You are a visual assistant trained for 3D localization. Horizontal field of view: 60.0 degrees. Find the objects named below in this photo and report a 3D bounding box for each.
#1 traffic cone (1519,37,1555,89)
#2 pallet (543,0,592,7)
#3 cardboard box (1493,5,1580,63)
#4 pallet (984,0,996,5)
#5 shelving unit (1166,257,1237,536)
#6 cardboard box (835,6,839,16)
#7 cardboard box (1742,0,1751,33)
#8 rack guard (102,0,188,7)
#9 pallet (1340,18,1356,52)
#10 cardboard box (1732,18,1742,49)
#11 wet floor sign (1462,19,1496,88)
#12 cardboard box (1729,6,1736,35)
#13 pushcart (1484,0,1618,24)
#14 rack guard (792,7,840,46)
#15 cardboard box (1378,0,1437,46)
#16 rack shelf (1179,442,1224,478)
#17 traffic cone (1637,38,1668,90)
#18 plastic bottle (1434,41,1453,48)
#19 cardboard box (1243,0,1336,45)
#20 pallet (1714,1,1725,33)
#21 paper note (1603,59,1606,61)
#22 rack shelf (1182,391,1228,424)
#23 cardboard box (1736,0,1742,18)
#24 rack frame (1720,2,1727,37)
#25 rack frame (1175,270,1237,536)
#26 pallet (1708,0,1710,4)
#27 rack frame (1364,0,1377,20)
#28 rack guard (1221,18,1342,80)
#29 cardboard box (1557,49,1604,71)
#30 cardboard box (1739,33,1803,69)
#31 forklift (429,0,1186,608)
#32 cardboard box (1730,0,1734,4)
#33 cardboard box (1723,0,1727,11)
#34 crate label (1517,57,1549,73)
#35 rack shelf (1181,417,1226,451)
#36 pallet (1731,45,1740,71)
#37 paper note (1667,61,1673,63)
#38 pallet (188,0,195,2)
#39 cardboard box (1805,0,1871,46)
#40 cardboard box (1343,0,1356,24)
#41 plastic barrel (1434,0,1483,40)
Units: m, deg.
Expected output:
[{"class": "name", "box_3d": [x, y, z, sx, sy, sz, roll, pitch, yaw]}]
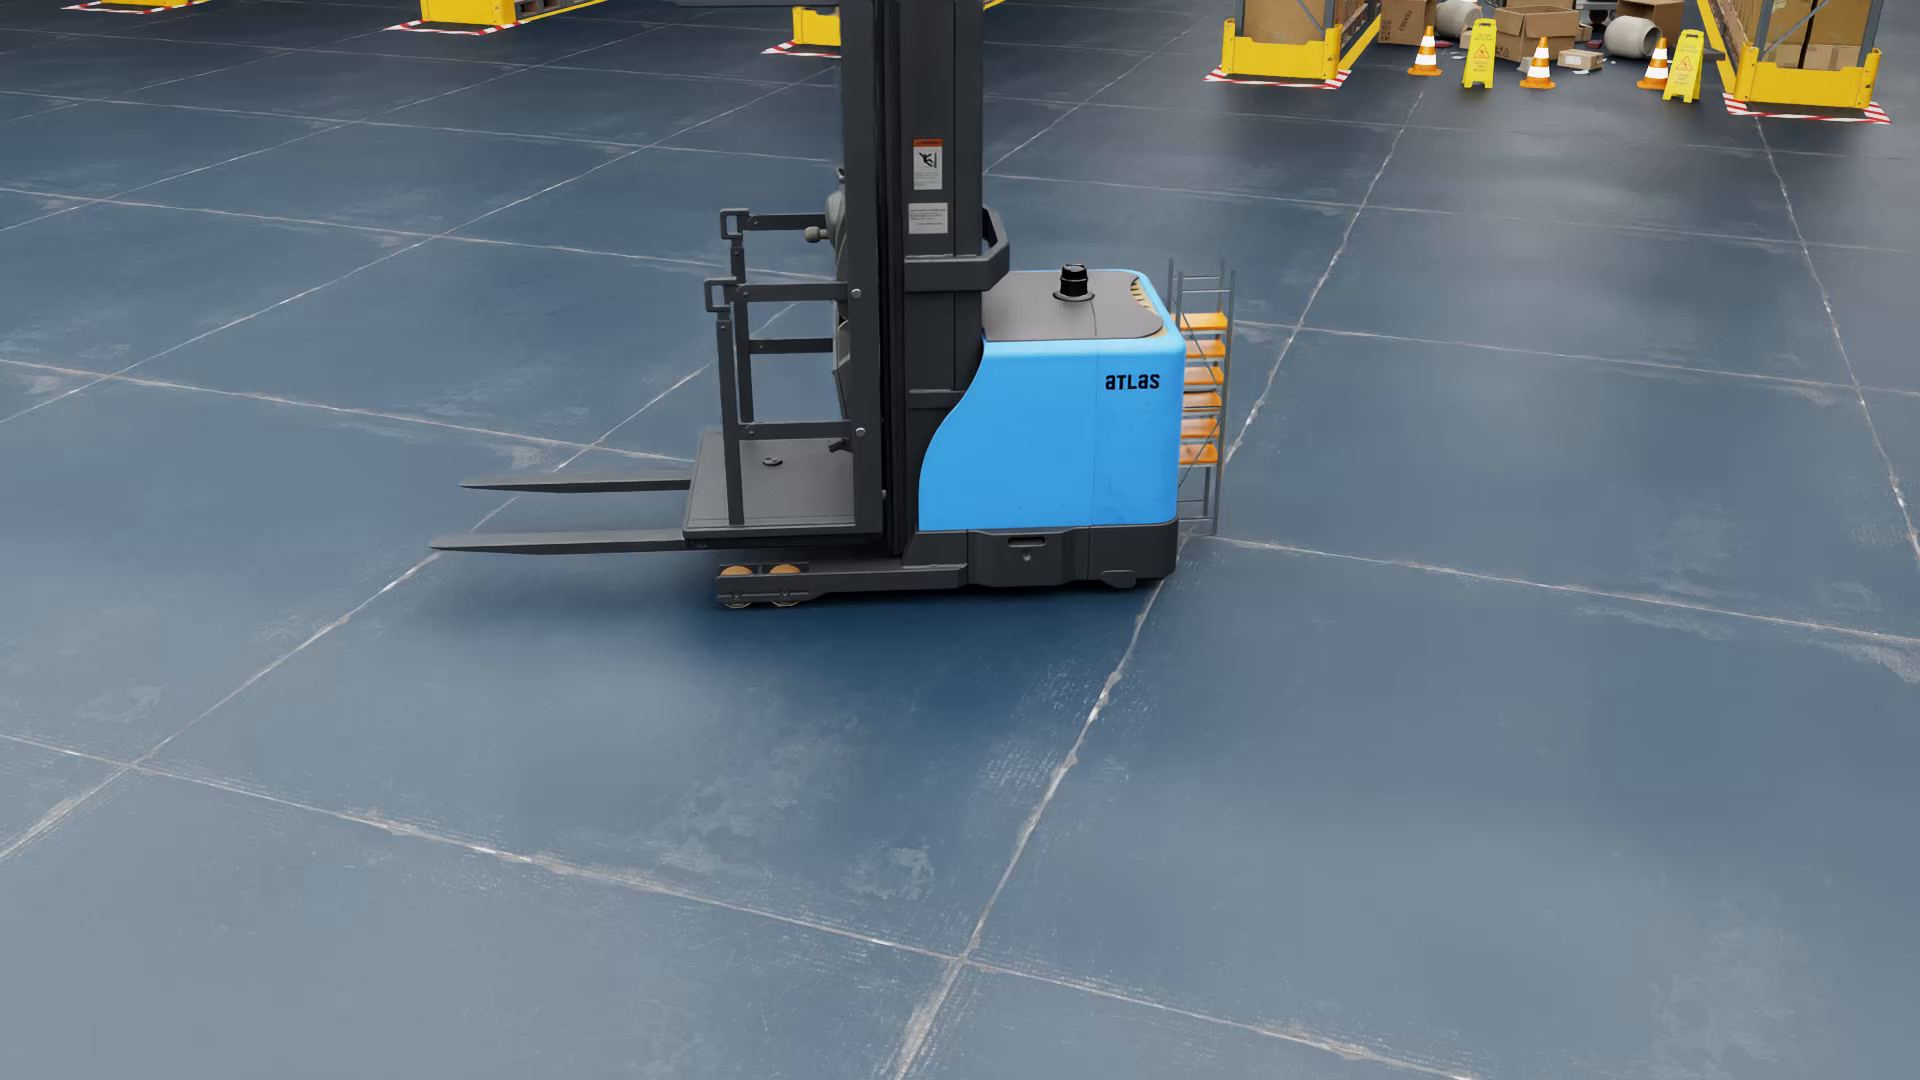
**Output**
[{"class": "traffic cone", "box_3d": [5.784, -4.765, 16.560, 0.336, 0.463, 0.334, 9, 27, 17]}, {"class": "pallet", "box_3d": [-5.335, -7.293, 22.070, 1.003, 0.211, 1.213, 9, 27, 17]}, {"class": "cardboard box", "box_3d": [6.214, -5.487, 18.005, 0.797, 0.503, 0.637, -9, 27, -18]}, {"class": "pallet", "box_3d": [-0.187, -7.066, 21.602, 1.003, 0.211, 1.213, 9, 27, 17]}, {"class": "shelving unit", "box_3d": [0.997, -0.595, 7.102, 0.258, 1.200, 0.189, -2, 26, -5]}, {"class": "cardboard box", "box_3d": [-1.104, -6.277, 19.159, 0.500, 0.500, 0.500, 14, 29, 27]}, {"class": "cardboard box", "box_3d": [8.208, -5.393, 16.759, 0.500, 0.500, 0.500, 10, 28, 19]}, {"class": "rack guard", "box_3d": [-10.676, -7.262, 21.675, 1.175, 0.500, 0.348, 9, 27, 17]}, {"class": "pallet", "box_3d": [3.916, -5.783, 18.951, 1.003, 0.211, 1.213, 9, 27, 17]}, {"class": "cardboard box", "box_3d": [8.381, -5.272, 17.370, 0.500, 0.250, 0.500, 8, 27, 16]}, {"class": "wet floor sign", "box_3d": [5.173, -4.839, 16.505, 0.267, 0.644, 0.232, 4, 26, 8]}, {"class": "cardboard box", "box_3d": [8.730, -5.693, 18.239, 0.500, 0.250, 0.500, 10, 28, 20]}, {"class": "pushcart", "box_3d": [7.182, -6.295, 19.819, 1.648, 0.377, 0.936, 0, 26, -1]}, {"class": "rack guard", "box_3d": [-1.303, -5.865, 18.790, 1.175, 0.500, 0.348, 9, 27, 17]}, {"class": "cardboard box", "box_3d": [5.098, -5.931, 18.923, 0.500, 0.500, 0.500, 14, 29, 26]}, {"class": "rack shelf", "box_3d": [0.997, -0.339, 7.226, 0.258, 0.103, 0.180, -2, 26, -5]}, {"class": "traffic cone", "box_3d": [6.944, -4.744, 16.516, 0.336, 0.463, 0.334, 9, 27, 17]}, {"class": "plastic bottle", "box_3d": [5.390, -5.573, 18.690, 0.283, 0.061, 0.133, 0, 26, -1]}, {"class": "cardboard box", "box_3d": [3.479, -5.719, 17.576, 0.875, 0.875, 0.875, 9, 27, 18]}, {"class": "pallet", "box_3d": [9.606, -6.231, 19.876, 1.003, 0.211, 1.213, 9, 27, 17]}, {"class": "paper note", "box_3d": [6.879, -5.185, 17.936, 0.148, 0.019, 0.142, 20, 32, 35]}, {"class": "rack shelf", "box_3d": [0.997, -0.555, 7.122, 0.258, 0.103, 0.180, -2, 26, -5]}, {"class": "cardboard box", "box_3d": [8.556, -5.817, 17.634, 0.500, 0.500, 0.500, 10, 28, 20]}, {"class": "rack frame", "box_3d": [9.348, -7.165, 18.607, 1.000, 3.000, 0.127, 9, 27, 17]}, {"class": "rack frame", "box_3d": [1.006, -0.555, 7.020, 0.240, 1.200, 0.006, -2, 26, -5]}, {"class": "pallet", "box_3d": [10.418, -7.233, 21.947, 1.003, 0.211, 1.213, 9, 27, 17]}, {"class": "rack frame", "box_3d": [4.647, -7.842, 20.004, 1.000, 3.000, 0.127, 9, 27, 17]}, {"class": "rack guard", "box_3d": [3.308, -5.063, 17.133, 1.175, 0.500, 0.348, 9, 27, 17]}, {"class": "cardboard box", "box_3d": [6.548, -5.070, 17.550, 0.250, 0.149, 0.380, -20, 33, -36]}, {"class": "cardboard box", "box_3d": [8.041, -4.854, 16.507, 0.500, 0.250, 0.500, 9, 27, 17]}, {"class": "forklift", "box_3d": [-0.651, -1.284, 6.538, 3.031, 2.935, 1.130, -2, 26, -4]}, {"class": "cardboard box", "box_3d": [8.897, -6.251, 18.532, 0.500, 0.500, 0.500, 10, 28, 20]}, {"class": "cardboard box", "box_3d": [9.521, -6.388, 19.534, 0.950, 0.372, 0.625, 9, 27, 18]}, {"class": "crate label", "box_3d": [5.987, -4.950, 17.317, 0.250, 0.136, 0.298, -5, 26, -9]}, {"class": "rack shelf", "box_3d": [0.997, -0.447, 7.174, 0.258, 0.103, 0.180, -2, 26, -5]}, {"class": "pallet", "box_3d": [8.754, -5.126, 17.595, 1.003, 0.211, 1.213, 9, 27, 17]}, {"class": "paper note", "box_3d": [7.583, -5.135, 17.821, 0.142, 0.019, 0.148, 0, 26, -1]}, {"class": "pallet", "box_3d": [-10.453, -7.462, 22.420, 1.003, 0.211, 1.213, 9, 27, 17]}, {"class": "cardboard box", "box_3d": [8.554, -5.112, 16.179, 0.500, 0.500, 0.500, 8, 27, 16]}, {"class": "cardboard box", "box_3d": [4.075, -6.455, 19.097, 0.875, 0.875, 0.875, 9, 27, 18]}, {"class": "plastic barrel", "box_3d": [5.716, -5.994, 19.143, 0.421, 0.421, 0.512, -14, 29, -27]}]
